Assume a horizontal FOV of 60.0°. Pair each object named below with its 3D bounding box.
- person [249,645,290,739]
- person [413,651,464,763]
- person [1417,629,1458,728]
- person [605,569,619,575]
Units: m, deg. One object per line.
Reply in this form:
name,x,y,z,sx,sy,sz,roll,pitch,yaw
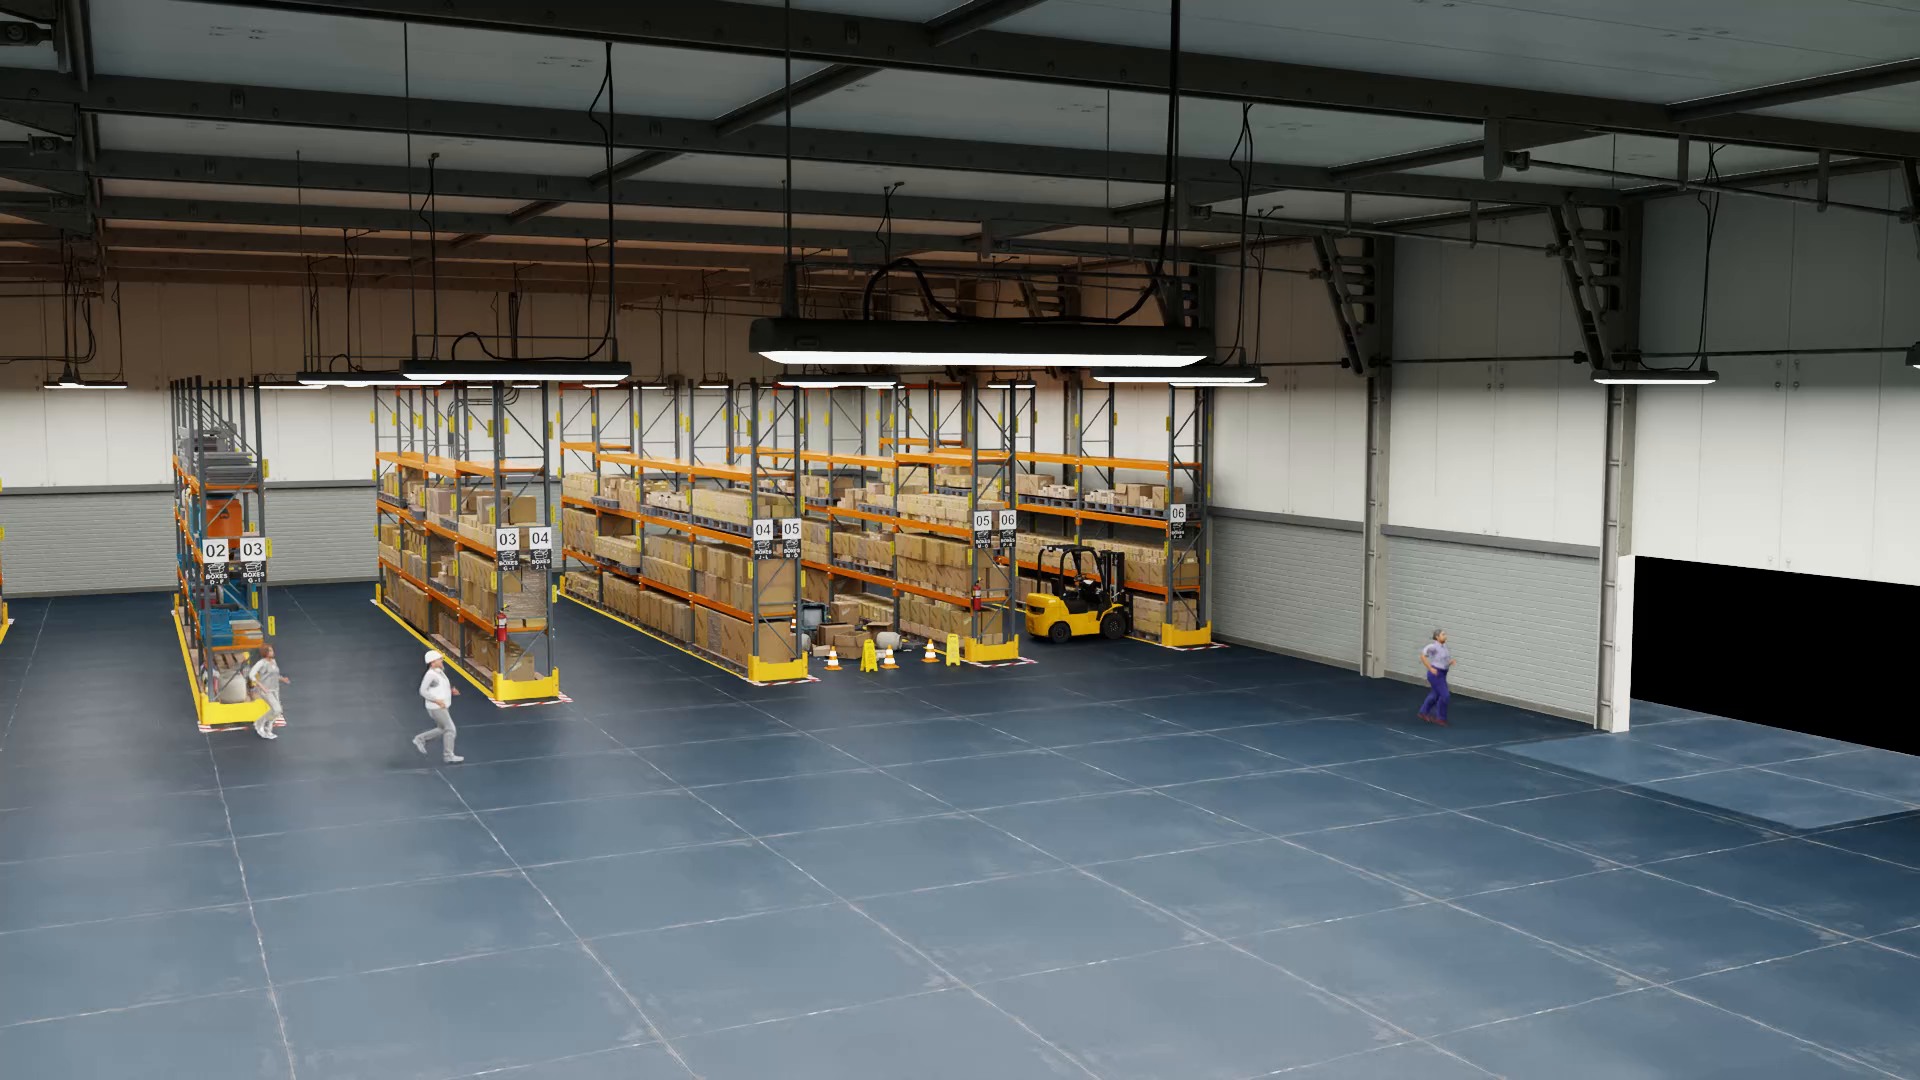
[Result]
person,-11.378,2.515,27.443,0.537,1.545,0.563,1,5,10
person,-8.093,2.573,25.698,0.803,1.739,0.668,0,5,-3
person,8.201,2.382,28.585,0.677,1.716,0.590,3,6,33
person,-10.261,0.540,49.076,0.488,1.662,0.626,-2,6,-26
